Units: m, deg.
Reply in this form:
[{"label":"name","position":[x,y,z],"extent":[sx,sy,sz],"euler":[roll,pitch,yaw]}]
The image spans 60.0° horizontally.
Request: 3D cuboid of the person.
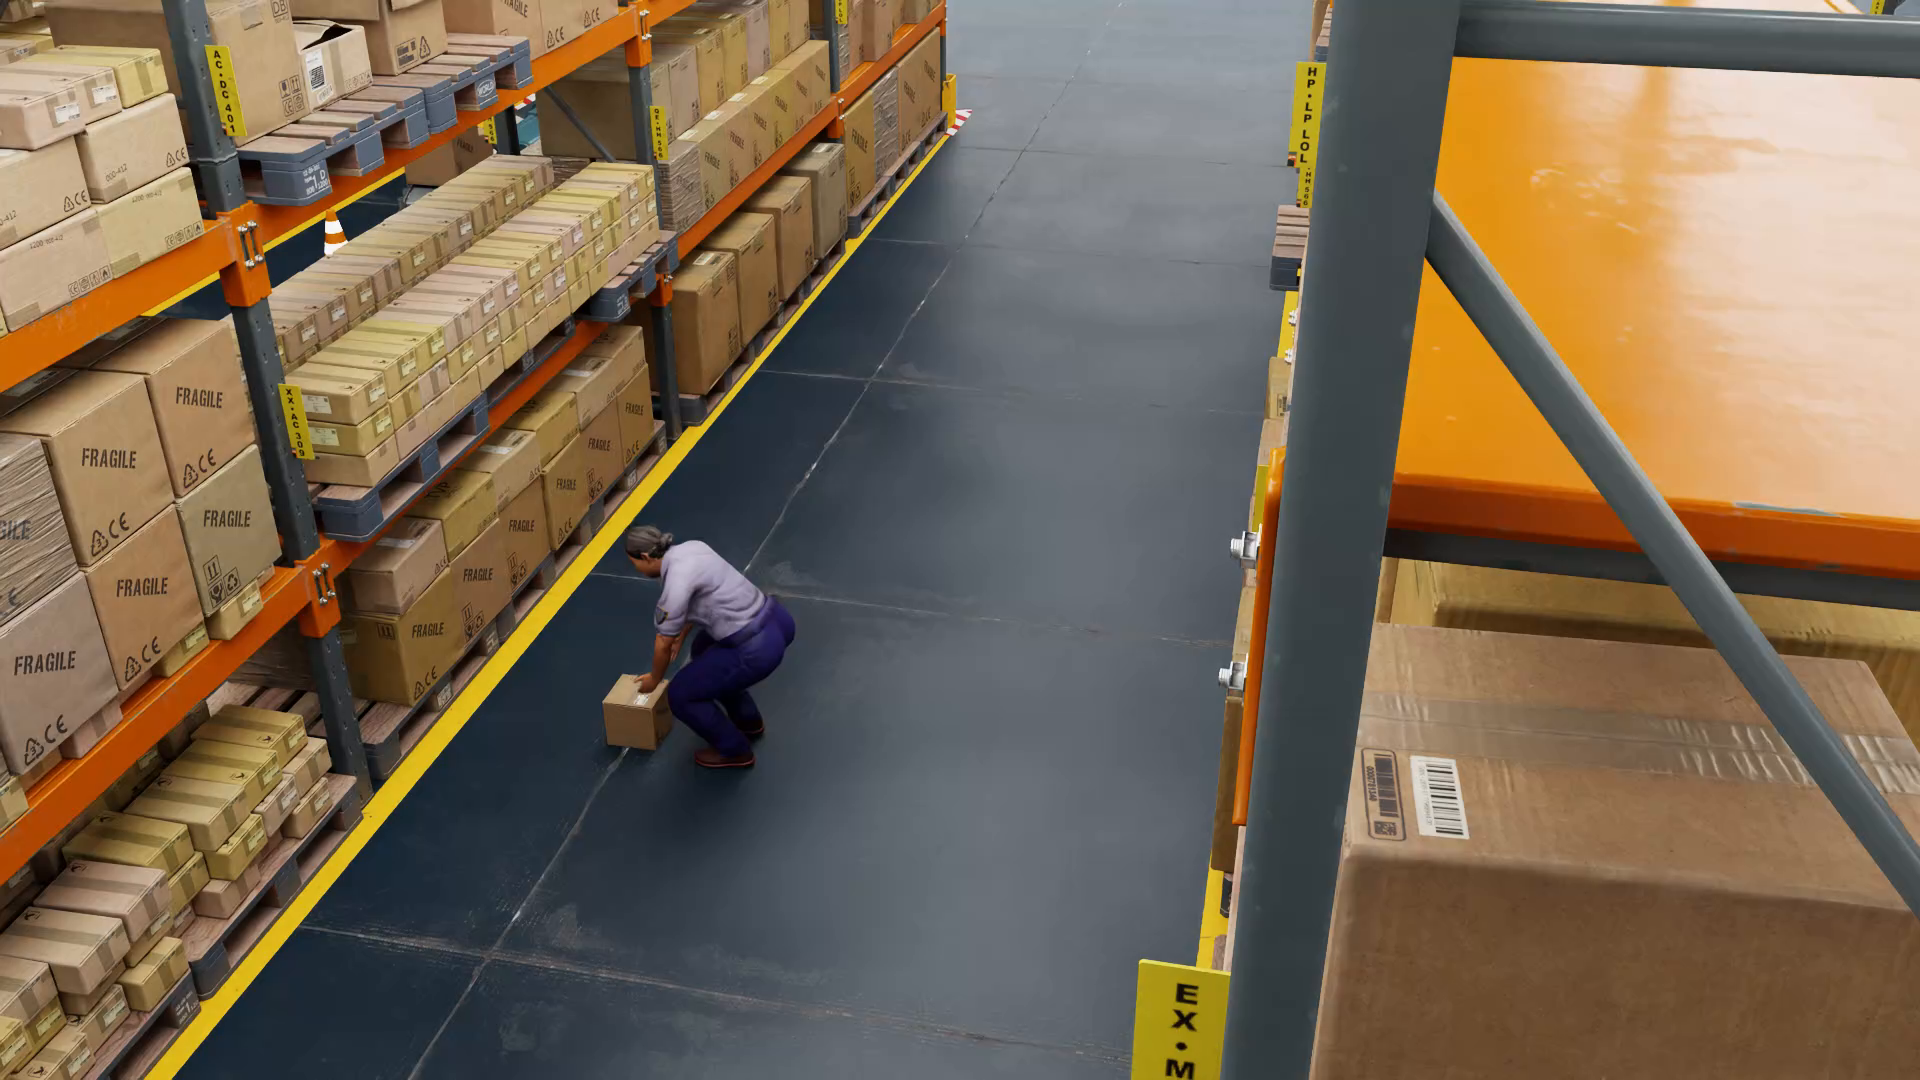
[{"label":"person","position":[-1.156,0.485,7.737],"extent":[0.741,1.198,0.536],"euler":[6,30,11]}]
